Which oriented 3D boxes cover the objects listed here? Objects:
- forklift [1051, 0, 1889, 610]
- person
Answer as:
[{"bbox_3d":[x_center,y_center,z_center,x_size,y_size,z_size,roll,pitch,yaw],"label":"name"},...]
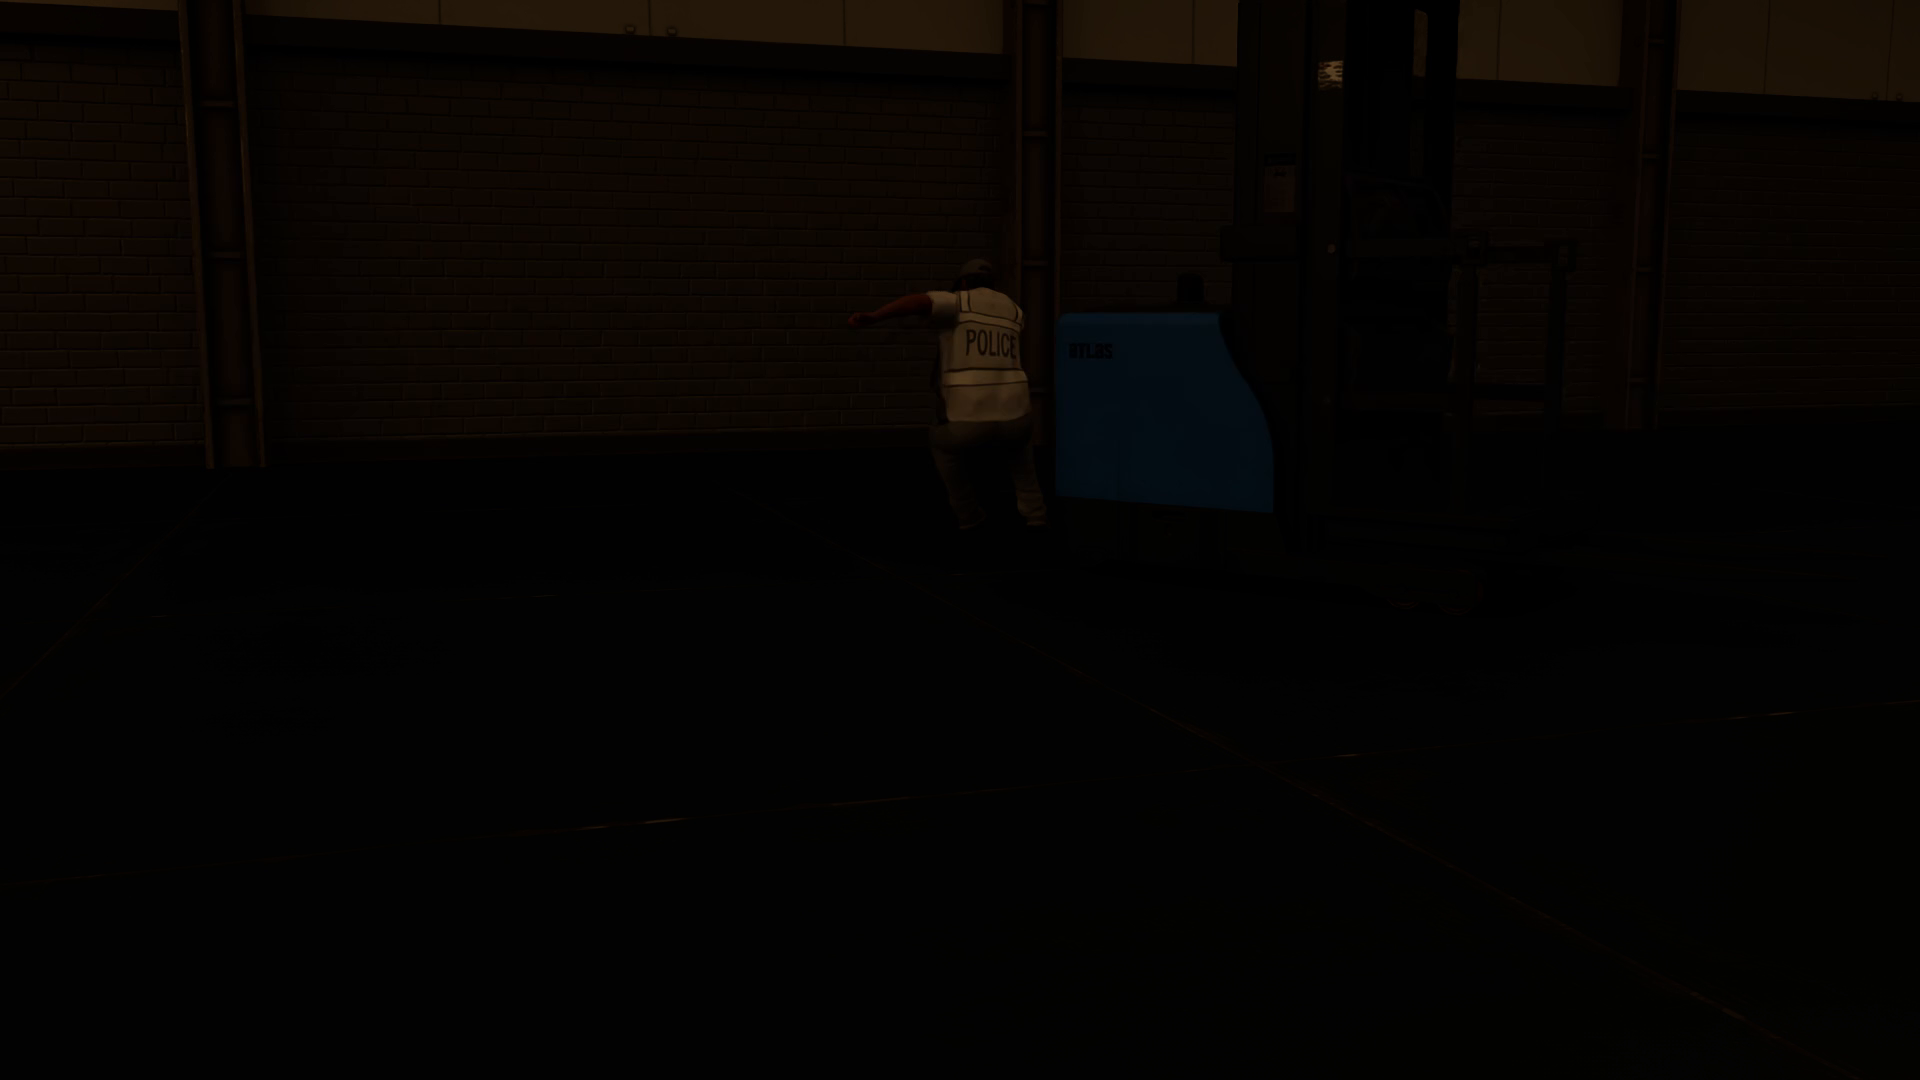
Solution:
[{"bbox_3d":[1.865,-1.263,6.330,3.031,2.935,1.130,6,10,37],"label":"forklift"},{"bbox_3d":[-0.054,-0.621,7.910,1.240,1.309,0.797,-3,8,-20],"label":"person"}]
